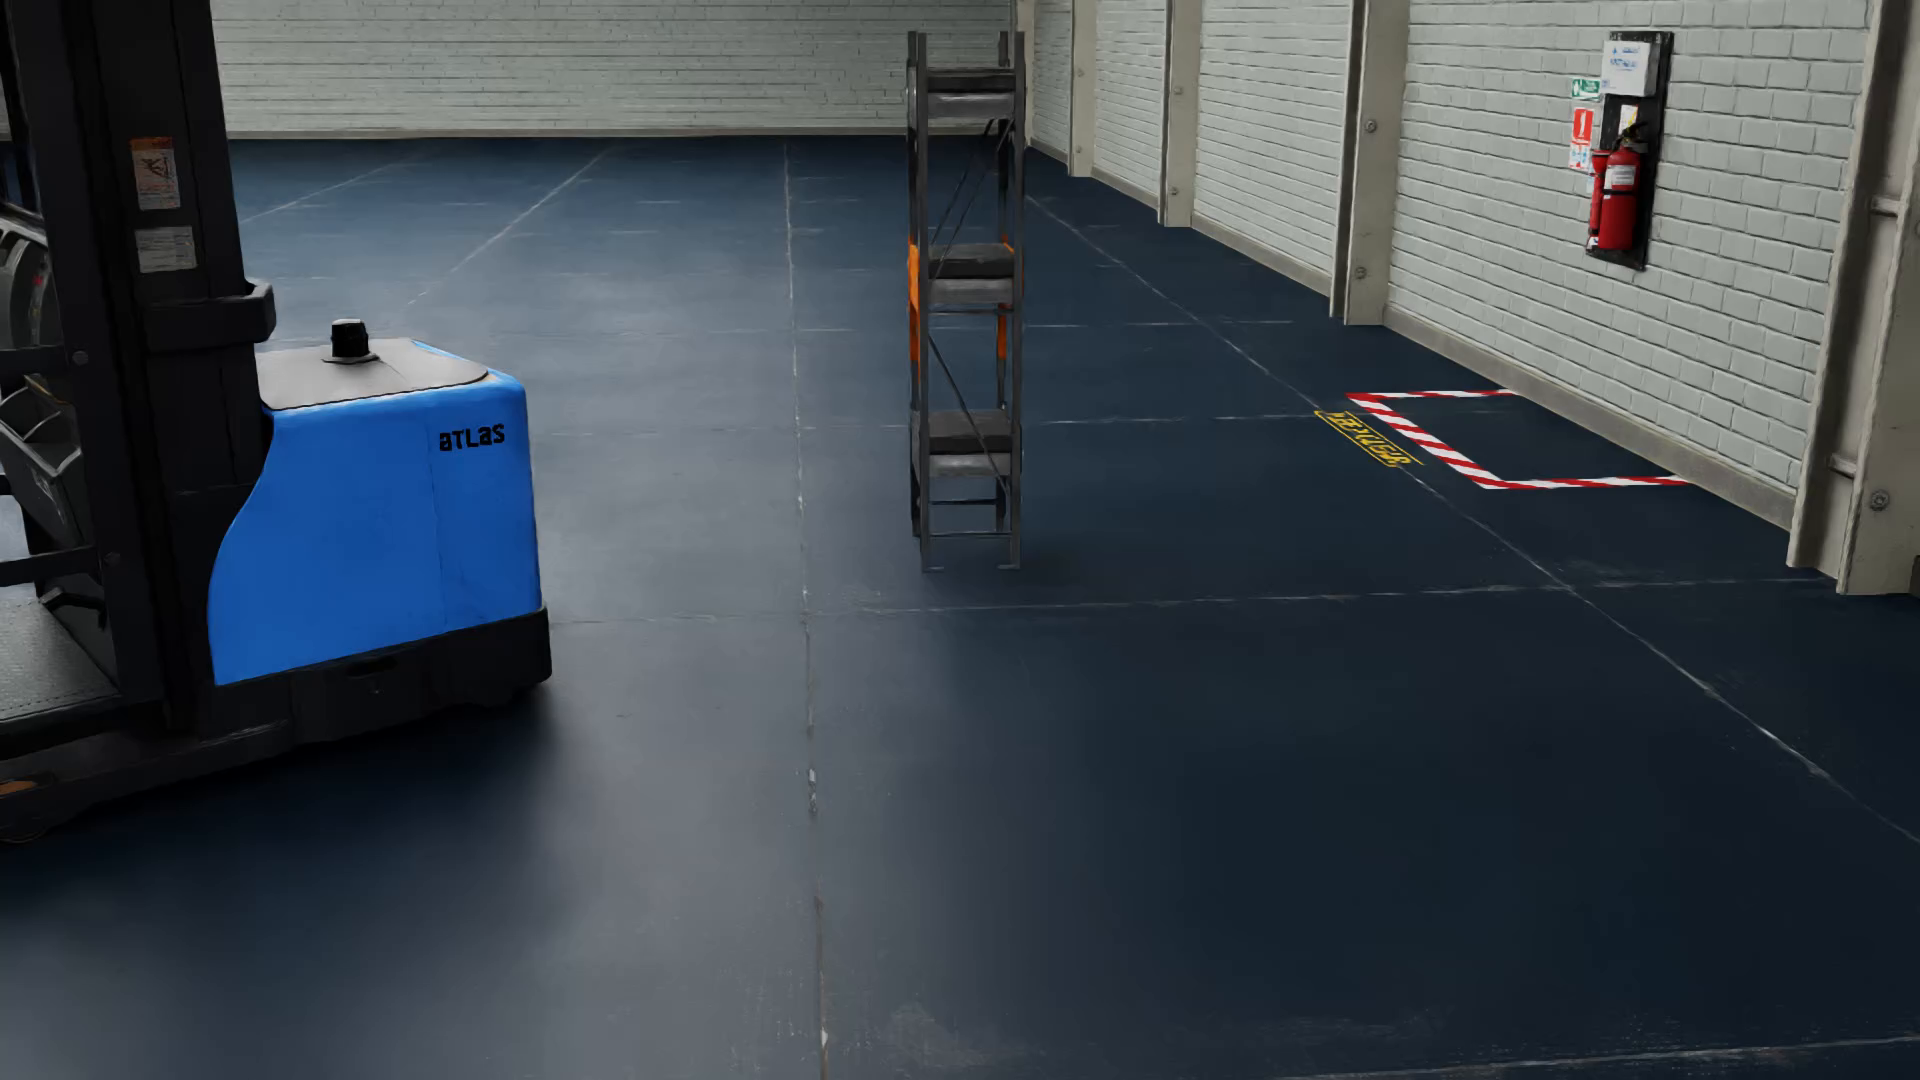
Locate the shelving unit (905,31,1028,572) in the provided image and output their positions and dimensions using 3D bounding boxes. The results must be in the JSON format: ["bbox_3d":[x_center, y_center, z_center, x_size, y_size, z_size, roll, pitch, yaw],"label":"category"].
[{"bbox_3d":[0.017,-0.952,6.705,0.431,2.100,0.503,-2,18,-6],"label":"shelving unit"}]

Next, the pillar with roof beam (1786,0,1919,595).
[{"bbox_3d":[-0.702,-4.009,4.922,9.100,9.000,0.400,-2,18,-6],"label":"pillar with roof beam"}]

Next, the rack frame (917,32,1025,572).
[{"bbox_3d":[0.042,-0.880,6.474,0.400,2.100,0.015,-2,18,-6],"label":"rack frame"}]

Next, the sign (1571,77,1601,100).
[{"bbox_3d":[3.400,-2.453,9.038,0.001,0.109,0.331,-2,18,-6],"label":"sign"}]

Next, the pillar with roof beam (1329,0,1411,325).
[{"bbox_3d":[-1.321,-5.796,10.616,9.100,9.000,0.400,-2,18,-6],"label":"pillar with roof beam"}]

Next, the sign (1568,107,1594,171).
[{"bbox_3d":[3.408,-2.202,9.123,0.001,0.329,0.234,-2,18,-6],"label":"sign"}]

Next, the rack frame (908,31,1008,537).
[{"bbox_3d":[-0.008,-1.025,6.937,0.400,2.100,0.015,-2,18,-6],"label":"rack frame"}]

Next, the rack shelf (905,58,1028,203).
[{"bbox_3d":[0.017,-1.607,6.500,0.431,0.518,0.480,-2,18,-6],"label":"rack shelf"}]

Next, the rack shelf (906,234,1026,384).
[{"bbox_3d":[0.017,-0.939,6.710,0.431,0.518,0.480,-2,18,-6],"label":"rack shelf"}]

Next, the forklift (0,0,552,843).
[{"bbox_3d":[-2.817,-0.712,4.552,3.031,2.935,1.130,-14,22,-37],"label":"forklift"}]

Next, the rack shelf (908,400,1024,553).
[{"bbox_3d":[0.017,-0.272,6.919,0.431,0.518,0.480,-2,18,-6],"label":"rack shelf"}]

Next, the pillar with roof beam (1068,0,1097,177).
[{"bbox_3d":[-2.559,-9.372,22.004,9.100,9.000,0.400,-2,18,-6],"label":"pillar with roof beam"}]

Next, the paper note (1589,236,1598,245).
[{"bbox_3d":[3.413,-1.651,8.900,0.016,0.148,0.142,-2,18,-6],"label":"paper note"}]

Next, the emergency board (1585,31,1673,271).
[{"bbox_3d":[3.363,-2.017,8.594,0.194,1.169,0.643,-2,18,-6],"label":"emergency board"}]

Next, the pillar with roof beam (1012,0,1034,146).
[{"bbox_3d":[-3.178,-11.159,27.698,9.100,9.000,0.400,-2,18,-6],"label":"pillar with roof beam"}]

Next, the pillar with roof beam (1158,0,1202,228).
[{"bbox_3d":[-1.940,-7.584,16.310,9.100,9.000,0.400,-2,18,-6],"label":"pillar with roof beam"}]
